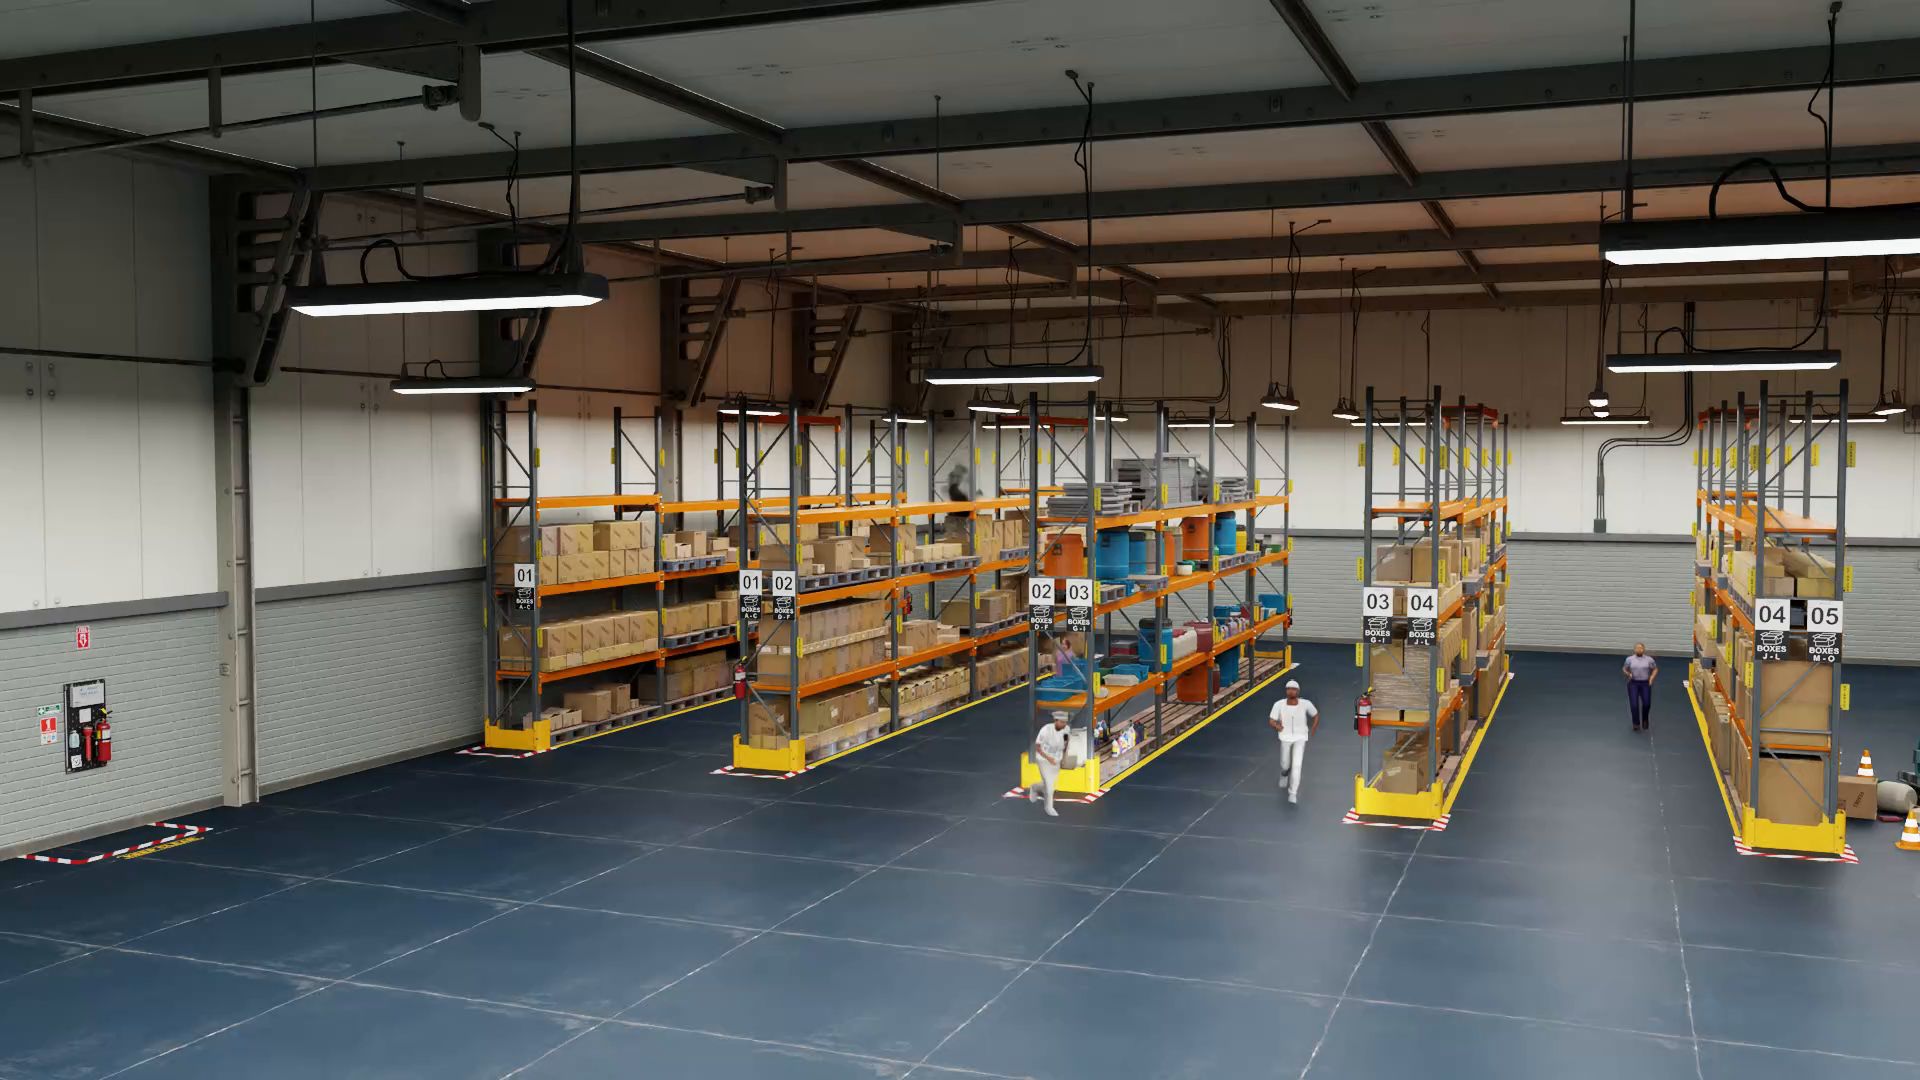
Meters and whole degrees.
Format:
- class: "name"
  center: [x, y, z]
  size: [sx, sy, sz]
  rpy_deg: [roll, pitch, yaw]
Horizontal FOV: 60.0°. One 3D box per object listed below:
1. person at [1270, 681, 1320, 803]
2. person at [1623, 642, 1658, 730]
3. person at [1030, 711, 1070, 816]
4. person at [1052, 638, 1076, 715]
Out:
- class: "person"
  center: [4.888, 2.938, 24.397]
  size: [0.715, 1.712, 0.931]
  rpy_deg: [1, 3, 16]
- class: "person"
  center: [12.455, 2.688, 30.466]
  size: [0.594, 1.603, 0.550]
  rpy_deg: [1, 3, 22]
- class: "person"
  center: [1.266, 3.114, 23.369]
  size: [0.583, 1.520, 0.864]
  rpy_deg: [-2, 3, -28]
- class: "person"
  center: [1.981, 2.647, 31.460]
  size: [0.545, 1.575, 0.864]
  rpy_deg: [1, 3, 15]
